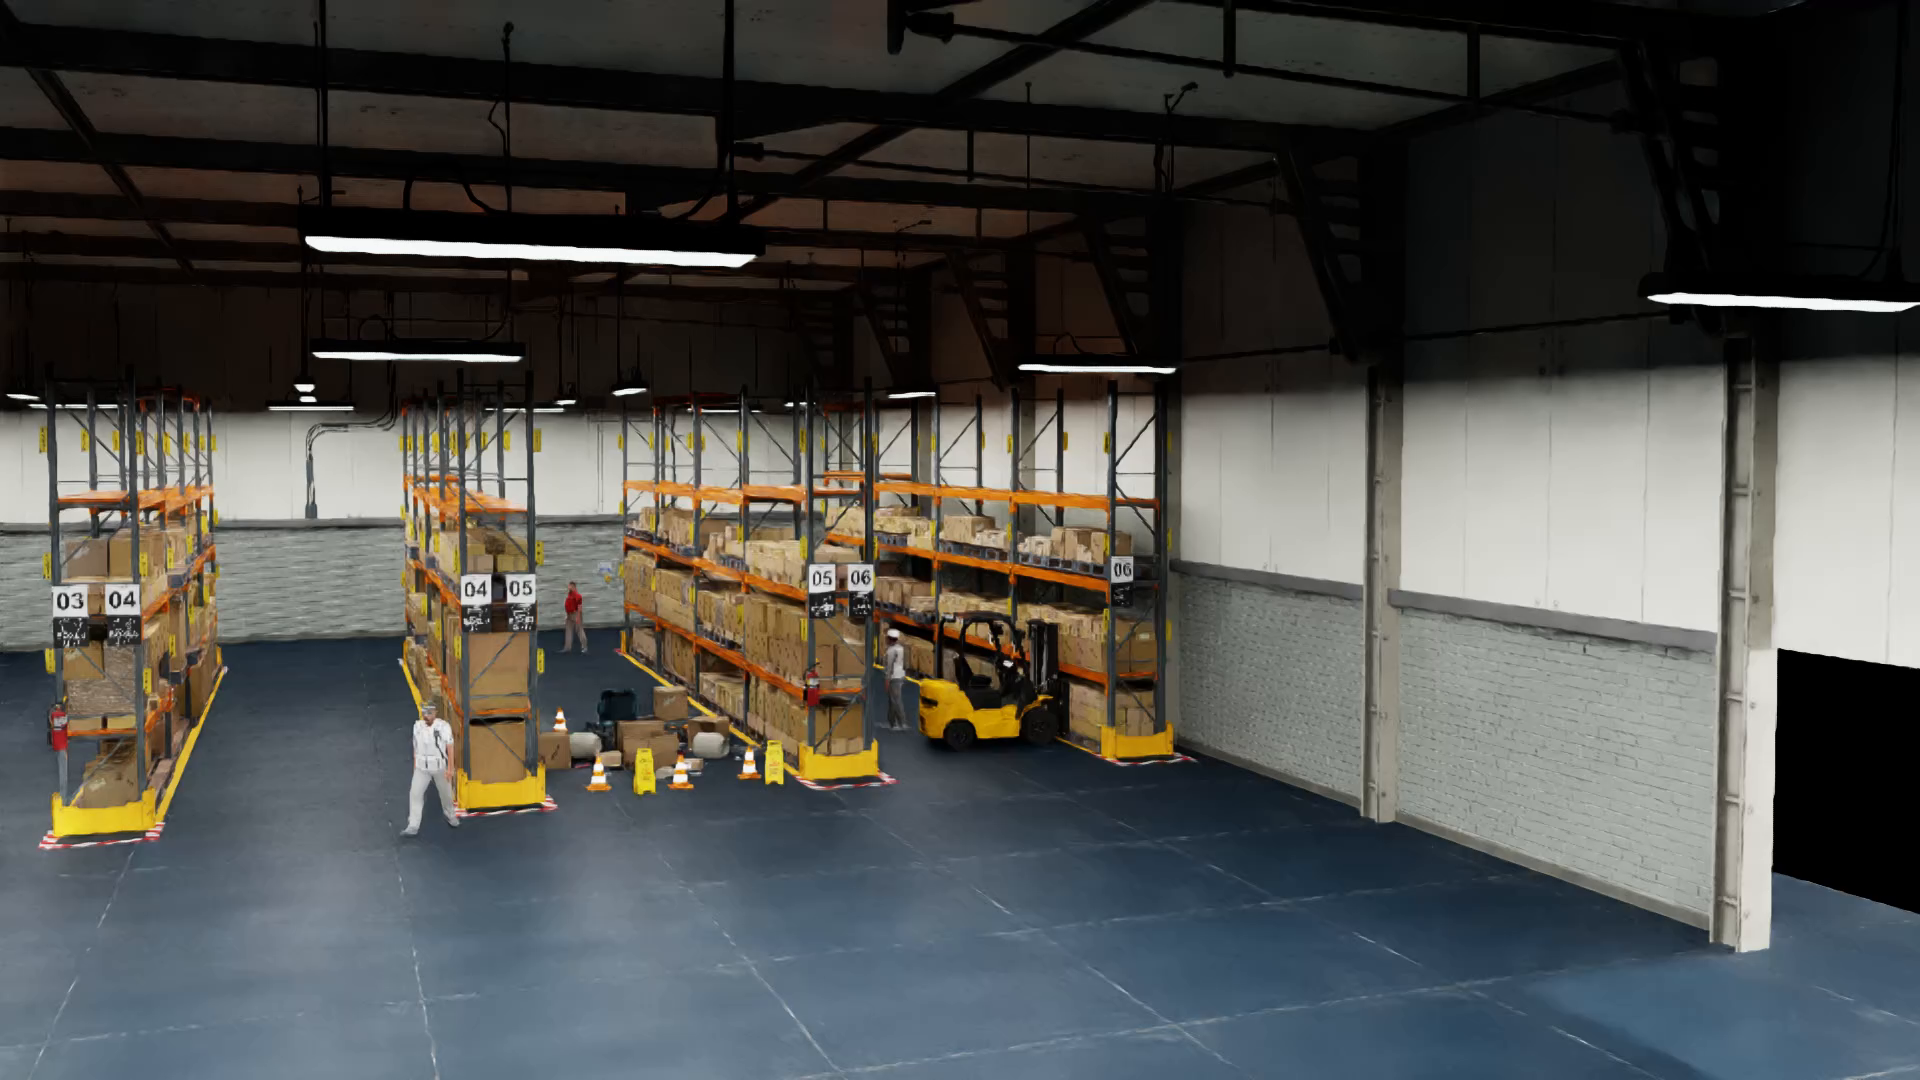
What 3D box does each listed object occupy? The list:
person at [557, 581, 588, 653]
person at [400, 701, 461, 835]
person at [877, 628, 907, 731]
[{"bbox_3d":[-9.198,1.835,39.479,0.635,1.711,0.674,-3,4,-42],"label":"person"},{"bbox_3d":[-6.789,2.900,21.353,0.583,1.705,0.967,0,3,3],"label":"person"},{"bbox_3d":[-1.189,2.409,28.961,0.576,1.768,0.626,1,3,10],"label":"person"}]
